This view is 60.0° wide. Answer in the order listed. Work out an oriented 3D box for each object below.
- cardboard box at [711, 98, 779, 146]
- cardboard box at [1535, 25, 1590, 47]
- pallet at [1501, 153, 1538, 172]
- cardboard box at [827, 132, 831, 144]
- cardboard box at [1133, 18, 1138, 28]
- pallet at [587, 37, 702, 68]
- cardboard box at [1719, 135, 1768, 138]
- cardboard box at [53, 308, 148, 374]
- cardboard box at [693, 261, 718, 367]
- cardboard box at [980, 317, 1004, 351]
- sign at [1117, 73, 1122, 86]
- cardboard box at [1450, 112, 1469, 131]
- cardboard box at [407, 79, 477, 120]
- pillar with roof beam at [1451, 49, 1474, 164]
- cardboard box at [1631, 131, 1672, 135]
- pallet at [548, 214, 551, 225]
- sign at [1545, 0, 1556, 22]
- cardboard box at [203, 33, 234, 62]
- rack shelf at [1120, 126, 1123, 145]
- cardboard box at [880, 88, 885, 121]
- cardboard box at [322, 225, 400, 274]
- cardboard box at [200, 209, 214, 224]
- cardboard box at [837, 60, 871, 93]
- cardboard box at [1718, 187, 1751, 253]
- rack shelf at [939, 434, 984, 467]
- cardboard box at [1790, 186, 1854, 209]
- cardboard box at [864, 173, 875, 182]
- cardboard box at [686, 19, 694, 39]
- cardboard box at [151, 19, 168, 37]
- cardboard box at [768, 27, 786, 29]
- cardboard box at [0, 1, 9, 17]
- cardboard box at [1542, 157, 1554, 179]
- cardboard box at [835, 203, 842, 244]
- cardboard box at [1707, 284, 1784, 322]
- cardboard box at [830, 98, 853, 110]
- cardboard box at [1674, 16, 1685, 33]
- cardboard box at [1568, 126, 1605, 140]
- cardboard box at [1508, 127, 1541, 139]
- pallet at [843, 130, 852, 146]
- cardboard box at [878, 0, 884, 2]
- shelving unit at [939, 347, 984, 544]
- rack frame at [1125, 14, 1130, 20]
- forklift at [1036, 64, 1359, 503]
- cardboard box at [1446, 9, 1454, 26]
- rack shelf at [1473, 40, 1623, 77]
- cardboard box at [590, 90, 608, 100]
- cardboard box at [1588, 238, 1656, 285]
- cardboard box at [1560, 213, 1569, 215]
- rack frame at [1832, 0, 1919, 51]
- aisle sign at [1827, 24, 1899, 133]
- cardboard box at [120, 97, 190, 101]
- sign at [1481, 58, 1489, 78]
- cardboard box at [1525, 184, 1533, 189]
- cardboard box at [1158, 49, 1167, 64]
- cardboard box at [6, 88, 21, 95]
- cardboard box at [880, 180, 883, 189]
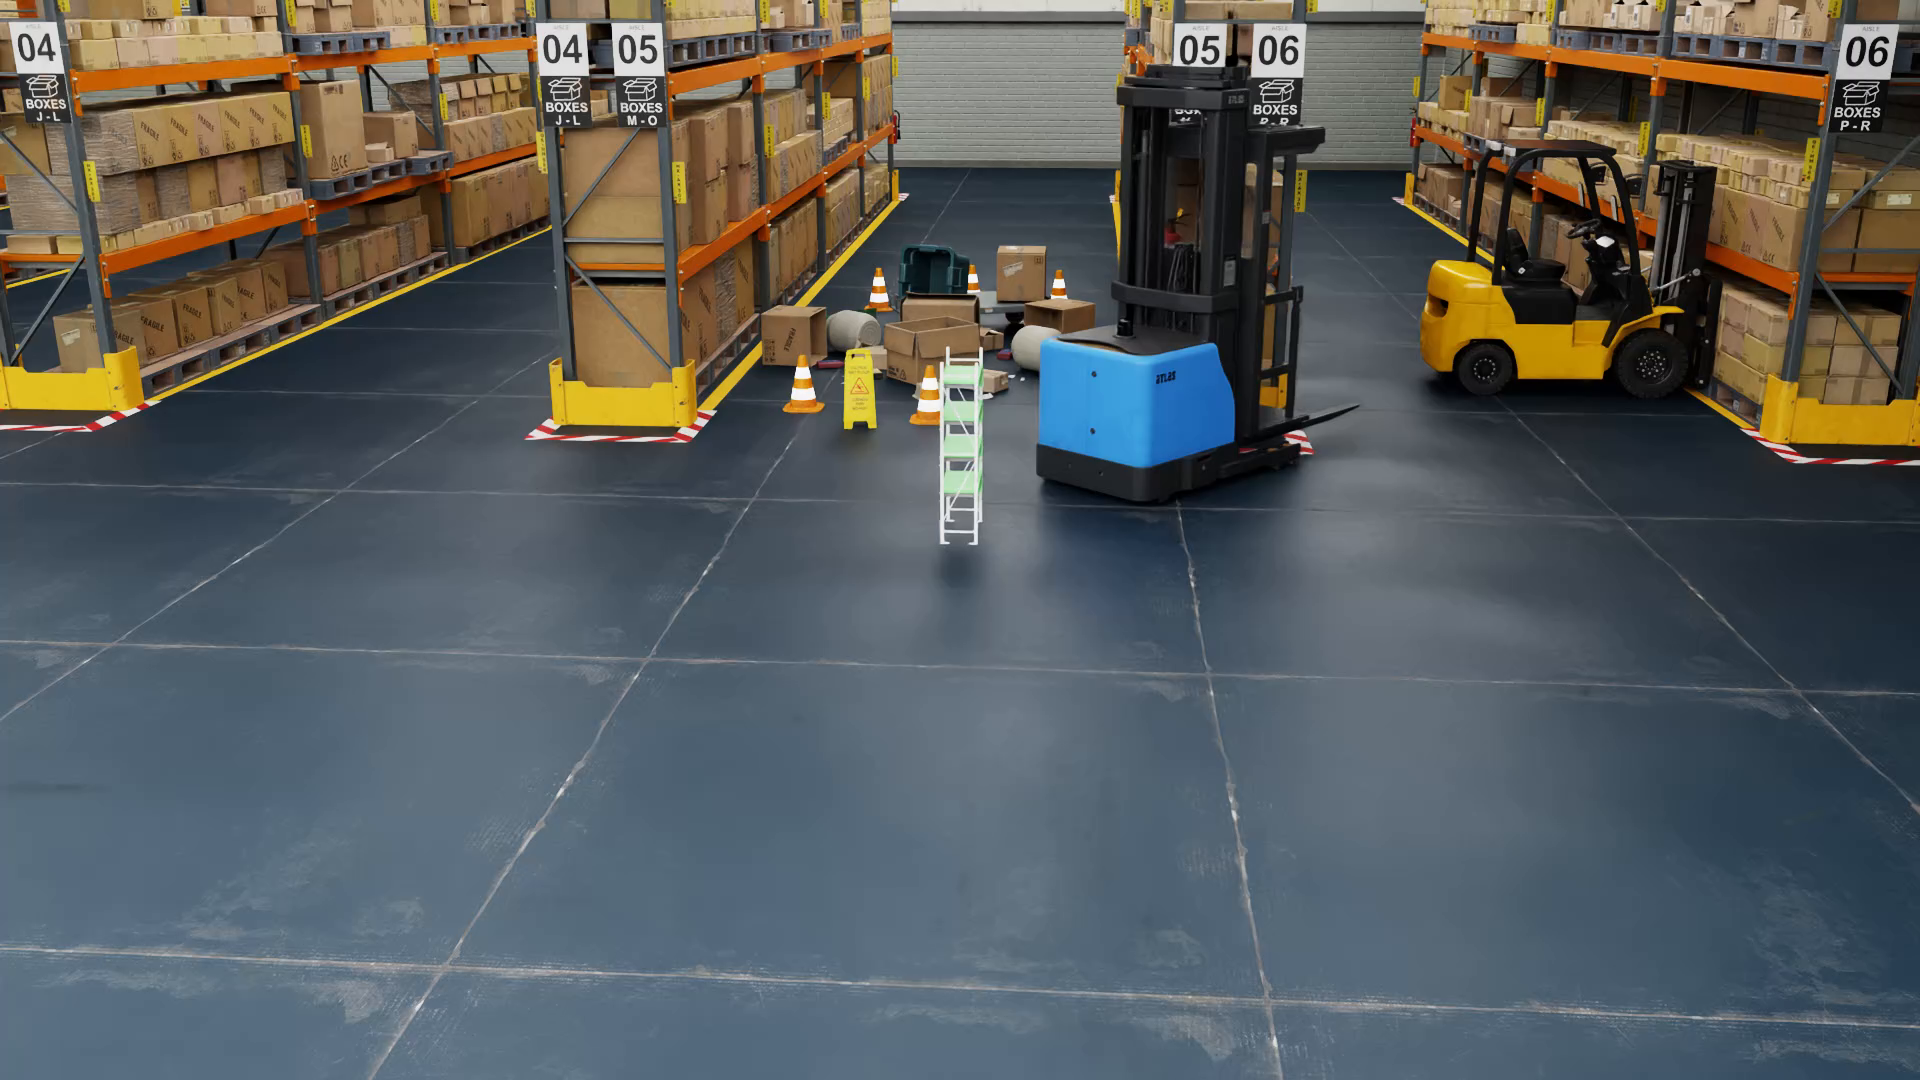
[{"bbox_3d":[-2.419,-4.670,18.590,0.700,0.500,0.500,1,18,4],"label":"cardboard box"},{"bbox_3d":[7.457,-6.248,20.598,0.500,0.250,0.500,1,18,2],"label":"cardboard box"},{"bbox_3d":[7.641,-4.850,21.216,1.213,0.211,1.003,1,18,4],"label":"pallet"},{"bbox_3d":[-1.944,-5.384,22.265,0.380,0.149,0.250,2,18,6],"label":"cardboard box"},{"bbox_3d":[2.593,-6.823,21.277,0.700,0.500,0.500,0,18,1],"label":"cardboard box"},{"bbox_3d":[-2.764,-4.047,13.783,1.003,0.211,1.213,1,18,4],"label":"pallet"},{"bbox_3d":[7.654,-3.878,16.262,0.380,0.149,0.250,1,18,4],"label":"cardboard box"},{"bbox_3d":[-7.685,-1.781,14.881,0.500,0.500,0.500,5,19,14],"label":"cardboard box"},{"bbox_3d":[-2.763,-2.109,15.279,0.875,0.875,0.875,1,18,3],"label":"cardboard box"},{"bbox_3d":[0.225,-2.092,16.882,0.258,0.266,0.396,-13,22,-34],"label":"cardboard box"},{"bbox_3d":[2.732,-7.787,28.353,0.100,0.325,0.005,1,18,4],"label":"sign"},{"bbox_3d":[7.764,-6.361,25.283,0.500,0.250,0.500,1,18,4],"label":"cardboard box"},{"bbox_3d":[-7.055,-6.014,22.687,0.797,0.503,0.637,2,18,5],"label":"cardboard box"},{"bbox_3d":[5.034,-10.978,29.975,9.100,9.000,0.400,1,18,4],"label":"pillar with roof beam"},{"bbox_3d":[7.750,-4.502,18.644,0.380,0.149,0.250,2,18,5],"label":"cardboard box"},{"bbox_3d":[-6.754,-5.212,26.490,1.003,0.211,1.213,1,18,4],"label":"pallet"},{"bbox_3d":[7.122,-6.413,20.031,0.100,0.325,0.005,1,18,4],"label":"sign"},{"bbox_3d":[-7.311,-4.704,15.886,0.500,0.250,0.500,1,18,4],"label":"cardboard box"},{"bbox_3d":[3.142,-6.361,26.673,1.077,0.370,4.000,1,18,4],"label":"rack shelf"},{"bbox_3d":[-1.504,-7.129,27.224,0.500,0.500,0.500,1,18,4],"label":"cardboard box"},{"bbox_3d":[-7.262,-3.524,20.169,0.700,0.500,0.500,3,18,9],"label":"cardboard box"},{"bbox_3d":[-7.399,-3.084,15.920,0.380,0.149,0.250,1,18,4],"label":"cardboard box"},{"bbox_3d":[-1.649,-7.121,25.592,0.500,0.500,0.500,1,18,2],"label":"cardboard box"},{"bbox_3d":[6.945,-2.771,14.402,0.500,0.500,0.500,1,18,3],"label":"cardboard box"},{"bbox_3d":[0.012,-0.561,10.913,0.258,0.148,0.480,1,18,4],"label":"rack shelf"},{"bbox_3d":[6.834,-2.714,13.188,0.380,0.149,0.250,2,18,5],"label":"cardboard box"},{"bbox_3d":[-1.578,-5.875,26.984,0.380,0.149,0.250,1,18,4],"label":"cardboard box"},{"bbox_3d":[-2.426,-4.243,13.806,0.380,0.149,0.250,1,18,4],"label":"cardboard box"},{"bbox_3d":[-7.369,-4.603,14.936,0.380,0.149,0.250,0,18,1],"label":"cardboard box"},{"bbox_3d":[-2.446,-6.574,21.191,0.500,0.500,0.500,1,18,4],"label":"cardboard box"},{"bbox_3d":[-16.338,-8.883,27.837,0.500,0.250,0.500,1,18,4],"label":"cardboard box"},{"bbox_3d":[7.387,-4.526,20.159,0.500,0.250,0.500,1,18,4],"label":"cardboard box"},{"bbox_3d":[-1.895,-4.300,22.569,0.500,0.500,0.500,1,18,5],"label":"cardboard box"},{"bbox_3d":[6.868,-2.078,14.585,0.500,0.250,0.500,2,18,5],"label":"cardboard box"},{"bbox_3d":[-1.780,-6.394,24.394,0.380,0.149,0.250,2,18,6],"label":"cardboard box"},{"bbox_3d":[7.041,-4.908,15.834,0.380,0.149,0.250,2,18,5],"label":"cardboard box"},{"bbox_3d":[7.329,-4.748,19.394,0.380,0.149,0.250,1,18,5],"label":"cardboard box"},{"bbox_3d":[7.415,-5.193,21.519,0.500,0.250,0.500,0,18,1],"label":"cardboard box"},{"bbox_3d":[-2.146,-5.835,24.222,1.003,0.211,1.213,1,18,4],"label":"pallet"},{"bbox_3d":[-1.434,-8.836,27.051,0.380,0.149,0.250,2,18,5],"label":"cardboard box"},{"bbox_3d":[0.012,-0.622,10.893,0.258,1.200,0.503,1,18,4],"label":"shelving unit"},{"bbox_3d":[3.285,-10.175,27.522,1.000,3.000,0.127,1,18,4],"label":"rack frame"},{"bbox_3d":[1.955,-2.025,12.395,3.031,2.935,1.130,-17,25,-42],"label":"forklift"},{"bbox_3d":[7.853,-8.100,25.771,0.500,0.250,0.500,1,18,3],"label":"cardboard box"},{"bbox_3d":[7.806,-6.434,22.080,1.077,0.370,4.000,1,18,4],"label":"rack shelf"},{"bbox_3d":[-6.372,-7.814,28.512,0.500,0.500,0.500,2,18,5],"label":"cardboard box"},{"bbox_3d":[7.465,-2.961,18.283,0.875,0.625,0.625,1,18,3],"label":"cardboard box"},{"bbox_3d":[8.027,-4.018,21.707,0.500,0.500,0.500,1,18,4],"label":"cardboard box"},{"bbox_3d":[7.089,-5.096,12.022,1.000,3.000,0.127,1,18,4],"label":"rack frame"},{"bbox_3d":[6.791,-3.466,12.509,0.394,0.787,0.004,1,18,4],"label":"aisle sign"},{"bbox_3d":[-7.816,-4.037,16.183,0.500,0.500,0.500,1,18,4],"label":"cardboard box"},{"bbox_3d":[8.788,-7.896,27.836,0.100,0.325,0.005,1,18,4],"label":"sign"},{"bbox_3d":[8.196,-4.933,23.460,0.380,0.149,0.250,0,18,1],"label":"cardboard box"},{"bbox_3d":[1.950,-4.256,14.679,0.380,0.149,0.250,1,18,3],"label":"cardboard box"},{"bbox_3d":[-16.306,-7.827,28.228,0.500,0.500,0.500,2,18,5],"label":"cardboard box"},{"bbox_3d":[-1.473,-5.896,27.526,0.380,0.149,0.250,2,18,5],"label":"cardboard box"}]
